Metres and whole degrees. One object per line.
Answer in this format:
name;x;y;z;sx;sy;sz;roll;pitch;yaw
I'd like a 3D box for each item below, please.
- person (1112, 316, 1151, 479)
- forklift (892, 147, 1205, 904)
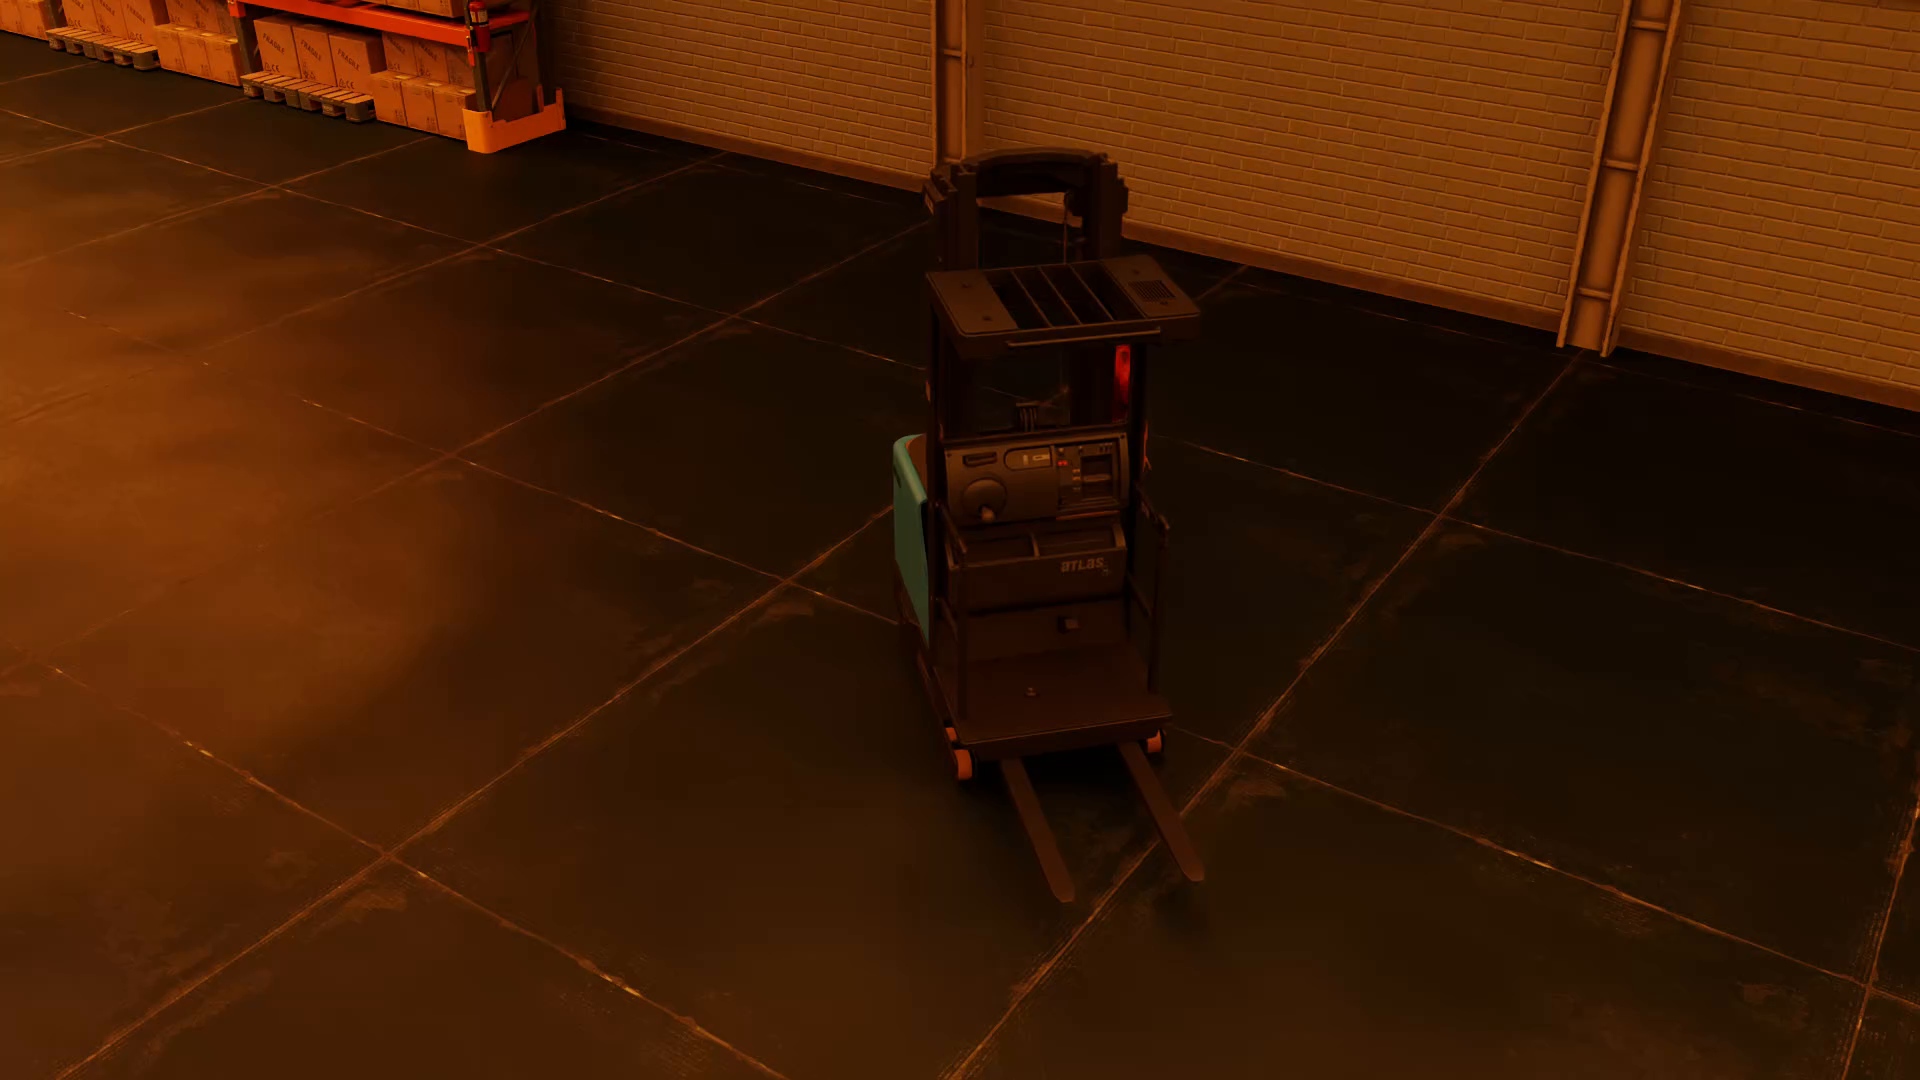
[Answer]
person;0.899;-0.656;10.029;0.478;1.717;0.898;-10;32;-16
forklift;0.433;-0.258;8.026;1.130;2.935;3.031;-7;31;-11
